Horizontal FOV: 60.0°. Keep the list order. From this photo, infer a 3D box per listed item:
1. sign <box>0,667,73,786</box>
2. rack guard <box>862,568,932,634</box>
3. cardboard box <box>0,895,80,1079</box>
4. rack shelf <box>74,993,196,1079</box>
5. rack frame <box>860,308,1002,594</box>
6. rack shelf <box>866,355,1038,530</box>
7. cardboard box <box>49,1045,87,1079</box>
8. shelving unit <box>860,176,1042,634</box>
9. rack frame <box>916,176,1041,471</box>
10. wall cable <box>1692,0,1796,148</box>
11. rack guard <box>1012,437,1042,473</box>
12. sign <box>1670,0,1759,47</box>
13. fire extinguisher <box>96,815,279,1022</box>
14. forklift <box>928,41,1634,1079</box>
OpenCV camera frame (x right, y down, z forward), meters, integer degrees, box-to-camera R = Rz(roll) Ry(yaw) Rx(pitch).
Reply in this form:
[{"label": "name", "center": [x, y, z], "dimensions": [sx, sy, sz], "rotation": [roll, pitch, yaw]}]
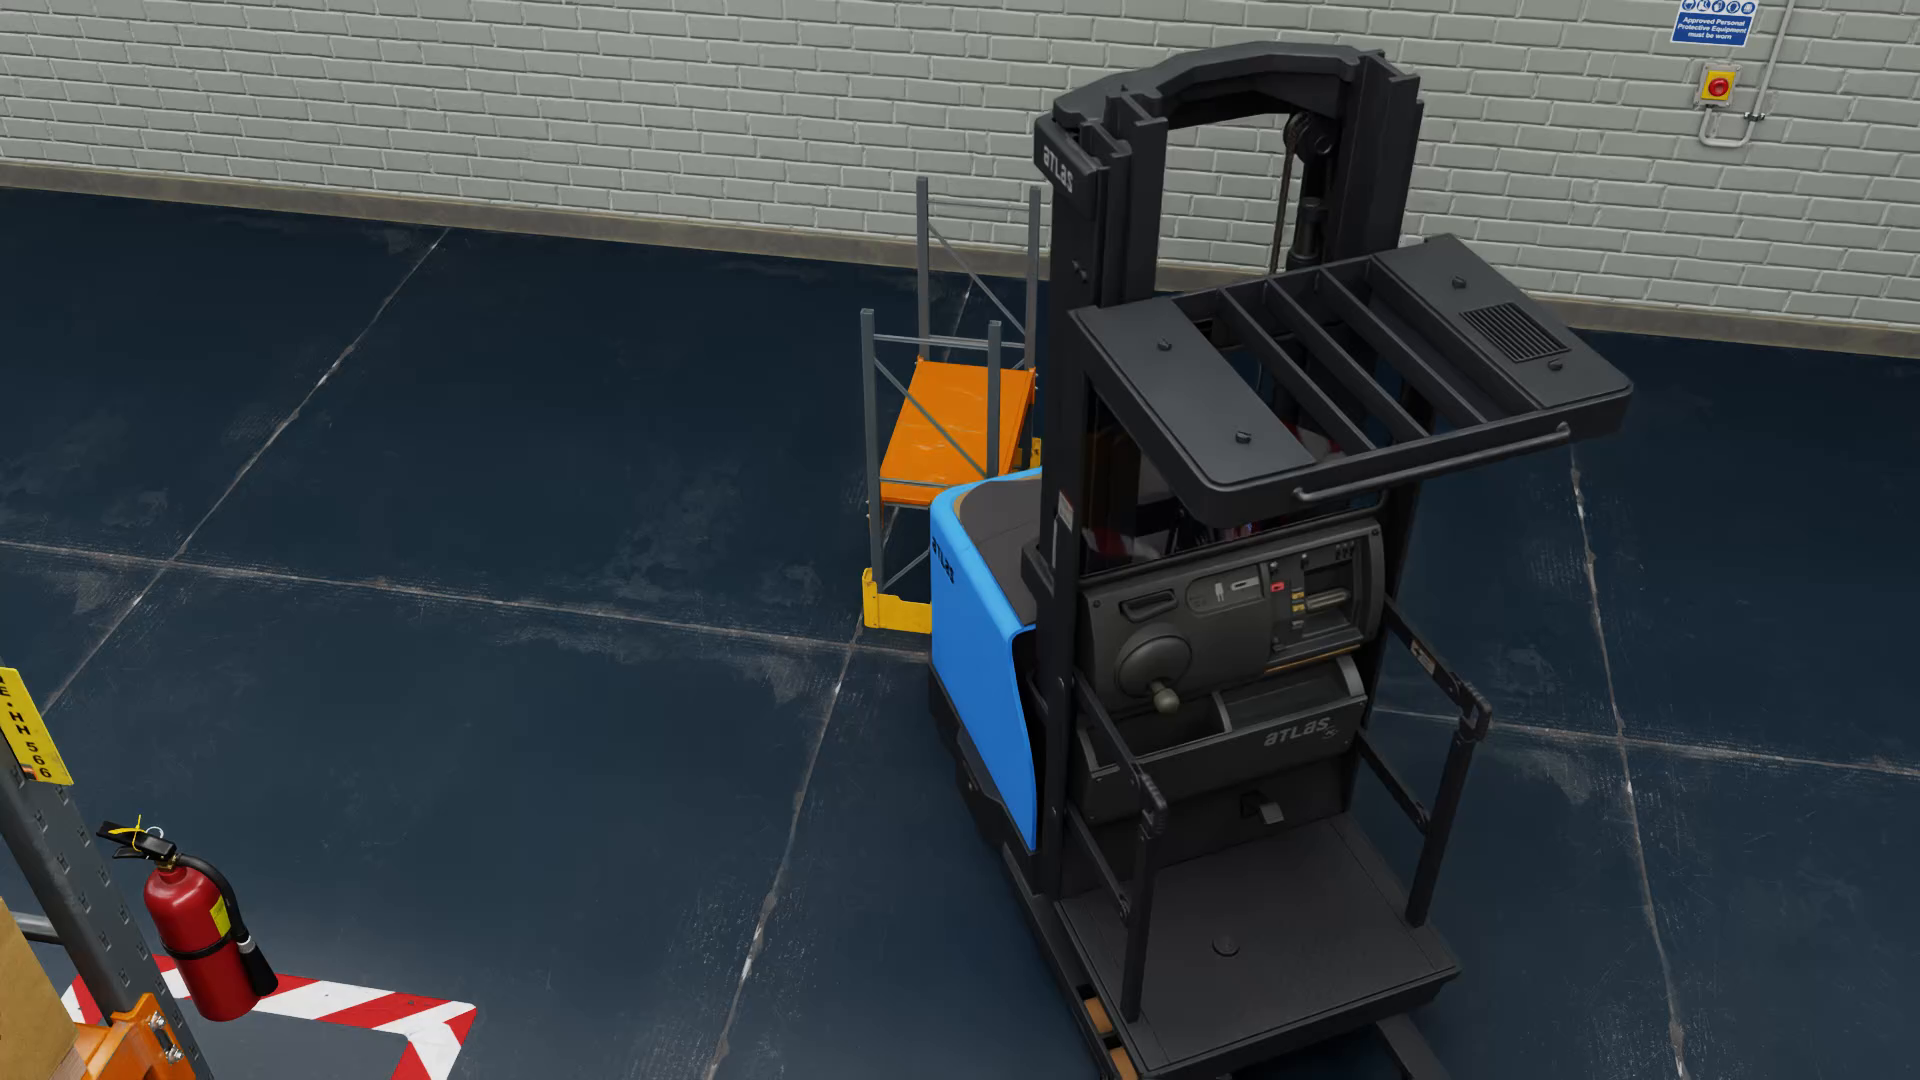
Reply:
[{"label": "sign", "center": [-1.856, 0.369, 3.293], "dimensions": [0.100, 0.325, 0.005], "rotation": [6, 40, 8]}, {"label": "rack guard", "center": [-0.099, 0.264, 6.734], "dimensions": [0.587, 0.250, 0.087], "rotation": [6, 40, 8]}, {"label": "cardboard box", "center": [-2.224, 1.020, 3.350], "dimensions": [0.500, 0.500, 0.500], "rotation": [7, 40, 9]}, {"label": "rack shelf", "center": [-2.746, 2.395, 2.563], "dimensions": [1.077, 0.370, 4.000], "rotation": [6, 40, 8]}, {"label": "rack frame", "center": [-0.103, -0.205, 6.321], "dimensions": [0.500, 1.500, 0.032], "rotation": [6, 40, 8]}, {"label": "rack shelf", "center": [-0.015, -0.386, 6.822], "dimensions": [0.538, 0.185, 1.000], "rotation": [6, 40, 8]}, {"label": "cardboard box", "center": [-2.178, 1.196, 3.647], "dimensions": [0.380, 0.149, 0.250], "rotation": [6, 40, 8]}, {"label": "shelving unit", "center": [-0.013, -0.530, 6.714], "dimensions": [0.587, 1.500, 1.083], "rotation": [6, 40, 8]}, {"label": "rack frame", "center": [0.073, -0.844, 7.093], "dimensions": [0.500, 1.500, 0.032], "rotation": [6, 40, 8]}, {"label": "wall cable", "center": [3.446, -2.600, 7.218], "dimensions": [0.585, 1.953, 0.123], "rotation": [6, 40, 8]}, {"label": "rack guard", "center": [0.073, -0.361, 7.490], "dimensions": [0.587, 0.250, 0.087], "rotation": [6, 40, 8]}, {"label": "sign", "center": [3.409, -2.344, 7.519], "dimensions": [0.327, 0.218, 0.001], "rotation": [6, 40, 8]}, {"label": "fire extinguisher", "center": [-1.901, 0.929, 4.125], "dimensions": [0.296, 0.674, 0.183], "rotation": [6, 40, 8]}, {"label": "forklift", "center": [0.873, 0.299, 4.589], "dimensions": [1.130, 2.935, 3.031], "rotation": [-13, 41, -16]}]
